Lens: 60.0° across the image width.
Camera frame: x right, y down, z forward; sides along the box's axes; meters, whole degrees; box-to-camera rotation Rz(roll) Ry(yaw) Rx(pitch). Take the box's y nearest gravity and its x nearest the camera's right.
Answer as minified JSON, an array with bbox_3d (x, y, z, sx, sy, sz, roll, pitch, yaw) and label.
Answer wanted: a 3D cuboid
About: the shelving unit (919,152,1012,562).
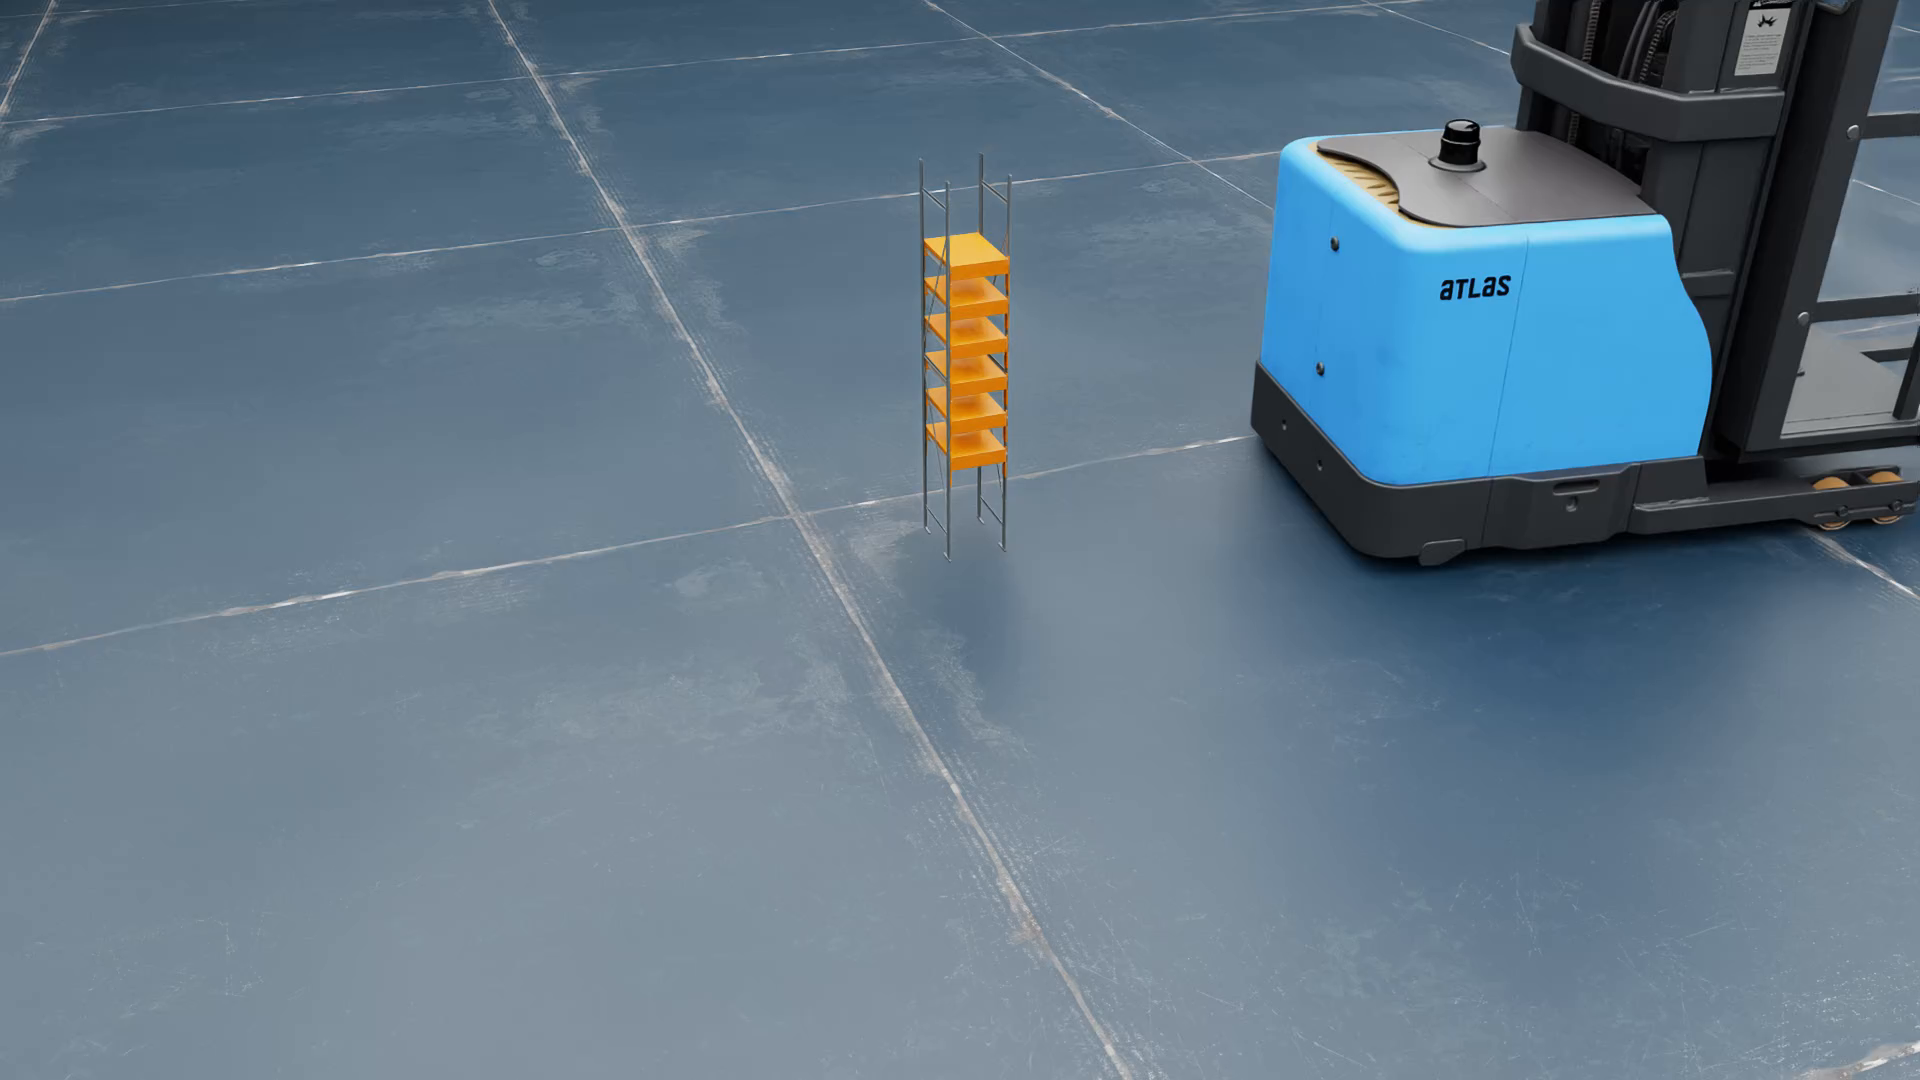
[{"bbox_3d":[0.014,-0.524,4.957,0.189,1.200,0.258,-10,31,-18],"label":"shelving unit"}]

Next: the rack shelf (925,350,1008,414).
[{"bbox_3d":[0.014,-0.485,4.979,0.180,0.103,0.258,-10,31,-18],"label":"rack shelf"}]

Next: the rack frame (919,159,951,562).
[{"bbox_3d":[-0.072,-0.508,4.930,0.006,1.200,0.240,-10,31,-18],"label":"rack frame"}]

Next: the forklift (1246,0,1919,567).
[{"bbox_3d":[2.569,-1.553,5.014,3.031,2.935,1.130,-6,30,-10],"label":"forklift"}]

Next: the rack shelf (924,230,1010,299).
[{"bbox_3d":[0.014,-0.798,4.801,0.180,0.103,0.258,-10,31,-18],"label":"rack shelf"}]

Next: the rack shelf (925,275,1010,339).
[{"bbox_3d":[0.014,-0.694,4.861,0.180,0.103,0.258,-10,31,-18],"label":"rack shelf"}]

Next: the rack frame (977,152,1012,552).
[{"bbox_3d":[0.099,-0.540,4.985,0.006,1.200,0.240,-10,31,-18],"label":"rack frame"}]

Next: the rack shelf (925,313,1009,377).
[{"bbox_3d":[0.014,-0.589,4.920,0.180,0.103,0.258,-10,31,-18],"label":"rack shelf"}]

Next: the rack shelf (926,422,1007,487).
[{"bbox_3d":[0.014,-0.277,5.098,0.180,0.103,0.258,-10,31,-18],"label":"rack shelf"}]

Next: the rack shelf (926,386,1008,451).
[{"bbox_3d":[0.014,-0.381,5.039,0.180,0.103,0.258,-10,31,-18],"label":"rack shelf"}]
